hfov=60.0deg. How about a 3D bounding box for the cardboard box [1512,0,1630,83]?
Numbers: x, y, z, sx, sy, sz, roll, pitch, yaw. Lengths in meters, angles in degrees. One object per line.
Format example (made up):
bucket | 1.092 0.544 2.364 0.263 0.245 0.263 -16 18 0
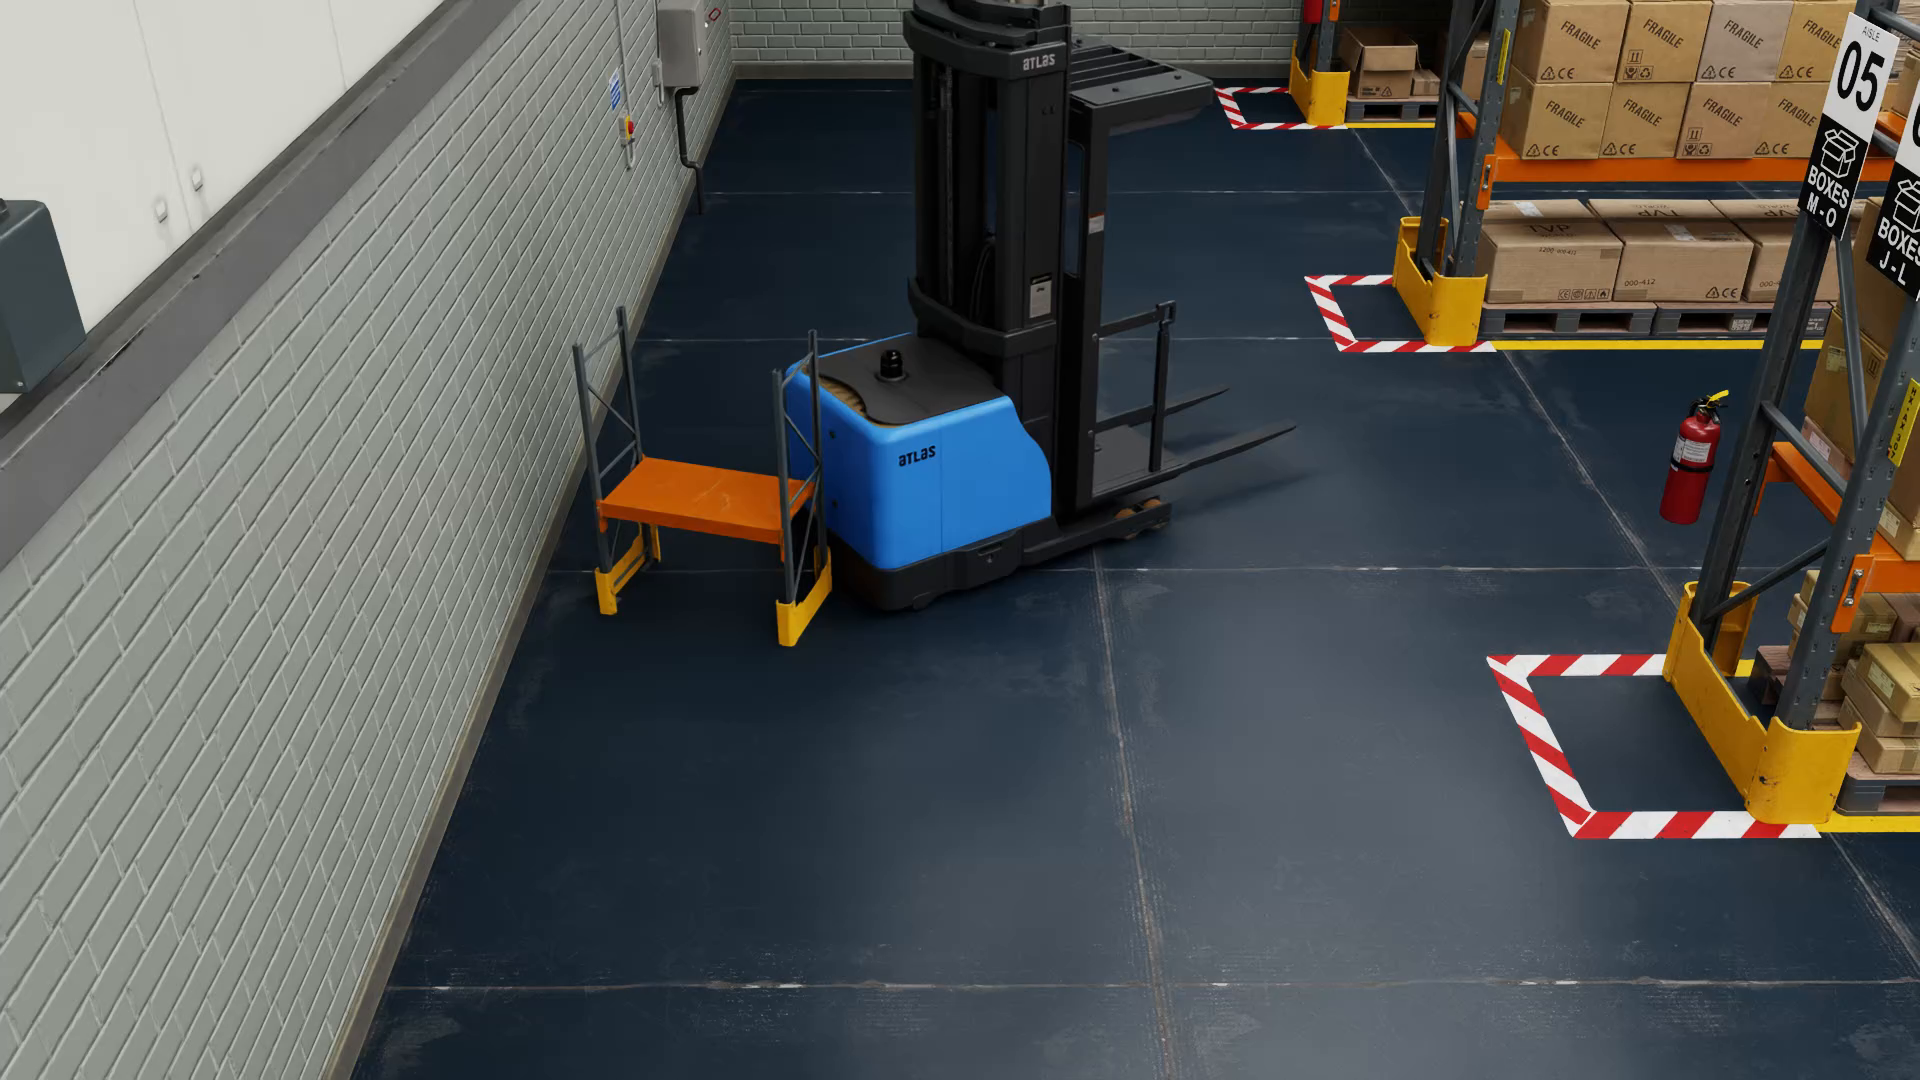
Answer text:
cardboard box | 3.898 -3.243 10.643 0.500 0.500 0.500 -1 31 -1

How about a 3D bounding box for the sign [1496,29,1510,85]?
sign | 3.413 -3.035 10.450 0.005 0.325 0.100 0 31 0

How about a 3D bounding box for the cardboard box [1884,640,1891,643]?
cardboard box | 4.335 0.438 7.694 0.250 0.149 0.380 -1 31 -1

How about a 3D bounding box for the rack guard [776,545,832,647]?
rack guard | -0.797 0.282 8.544 0.087 0.250 0.587 9 32 14

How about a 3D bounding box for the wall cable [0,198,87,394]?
wall cable | -2.199 -3.489 3.224 0.120 5.999 2.277 0 31 0

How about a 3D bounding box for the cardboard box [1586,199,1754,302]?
cardboard box | 4.991 -2.065 11.826 0.875 0.438 0.875 1 31 1

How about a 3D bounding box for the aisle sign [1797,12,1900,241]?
aisle sign | 3.472 -1.619 6.520 0.004 0.787 0.394 0 31 0

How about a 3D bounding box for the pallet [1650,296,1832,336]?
pallet | 5.432 -1.773 11.968 1.213 0.211 1.003 0 31 0

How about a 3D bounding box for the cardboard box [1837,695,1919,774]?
cardboard box | 4.073 0.852 7.298 0.250 0.149 0.380 0 31 1

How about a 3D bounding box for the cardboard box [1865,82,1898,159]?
cardboard box | 5.937 -2.827 10.921 0.500 0.500 0.500 -1 31 -1

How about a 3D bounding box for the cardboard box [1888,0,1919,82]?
cardboard box | 5.929 -3.253 10.660 0.500 0.500 0.500 0 31 0

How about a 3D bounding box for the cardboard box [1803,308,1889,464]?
cardboard box | 3.995 -0.657 7.058 0.500 0.500 0.500 0 31 1

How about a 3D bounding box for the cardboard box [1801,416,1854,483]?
cardboard box | 3.871 -0.392 7.247 0.250 0.149 0.380 0 31 0

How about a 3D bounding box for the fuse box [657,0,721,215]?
fuse box | -2.089 -3.429 13.252 0.414 1.711 0.539 0 31 0

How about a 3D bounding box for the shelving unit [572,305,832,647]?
shelving unit | -1.273 -0.327 8.343 1.083 1.500 0.587 9 32 14

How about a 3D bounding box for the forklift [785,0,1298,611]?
forklift | 0.581 -1.467 8.842 3.031 2.935 1.130 -19 36 -28

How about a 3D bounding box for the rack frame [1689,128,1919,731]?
rack frame | 3.547 -0.352 6.938 0.127 3.000 1.000 0 31 0

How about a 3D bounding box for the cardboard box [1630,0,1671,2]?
cardboard box | 4.295 -3.503 10.447 0.250 0.149 0.380 1 31 1

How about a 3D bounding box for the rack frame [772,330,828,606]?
rack frame | -0.778 -0.250 8.215 0.032 1.500 0.500 9 32 14

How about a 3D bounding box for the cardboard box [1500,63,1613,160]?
cardboard box | 3.898 -2.815 10.901 0.500 0.500 0.500 0 31 -1

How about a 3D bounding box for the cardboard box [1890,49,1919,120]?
cardboard box | 4.000 -1.709 6.428 0.500 0.250 0.500 -1 31 -1

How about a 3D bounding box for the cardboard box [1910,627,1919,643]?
cardboard box | 4.348 0.544 7.231 0.250 0.149 0.380 0 31 1

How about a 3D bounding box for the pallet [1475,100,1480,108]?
pallet | 5.473 -4.307 16.146 1.213 0.211 1.003 0 31 0

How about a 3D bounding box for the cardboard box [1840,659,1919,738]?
cardboard box | 4.073 0.692 7.275 0.250 0.149 0.380 1 31 2

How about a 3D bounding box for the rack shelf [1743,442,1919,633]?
rack shelf | 5.547 -0.051 7.135 4.000 0.370 1.077 0 31 0

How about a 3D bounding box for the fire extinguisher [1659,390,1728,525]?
fire extinguisher | 3.292 -0.398 7.448 0.183 0.674 0.296 0 31 0

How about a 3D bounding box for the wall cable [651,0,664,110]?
wall cable | -2.243 -4.060 12.070 0.122 1.984 0.588 0 31 0

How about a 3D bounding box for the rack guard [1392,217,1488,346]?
rack guard | 3.392 -1.851 11.818 0.348 0.500 1.175 0 31 0

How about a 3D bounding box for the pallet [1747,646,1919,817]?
pallet | 4.436 0.856 7.636 1.213 0.211 1.003 0 31 0

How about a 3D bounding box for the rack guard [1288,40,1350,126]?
rack guard | 3.458 -4.426 16.062 0.348 0.500 1.175 0 31 0

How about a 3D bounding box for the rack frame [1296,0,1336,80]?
rack frame | 3.382 -5.494 15.413 0.127 3.000 1.000 0 31 0

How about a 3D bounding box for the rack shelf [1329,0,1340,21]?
rack shelf | 5.382 -5.193 15.610 4.000 0.370 1.077 0 31 0

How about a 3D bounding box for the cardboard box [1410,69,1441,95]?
cardboard box | 4.420 -4.389 15.935 0.250 0.149 0.380 -1 31 -2

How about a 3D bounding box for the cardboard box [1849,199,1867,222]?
cardboard box | 6.788 -2.070 11.835 0.875 0.438 0.875 -1 31 -1

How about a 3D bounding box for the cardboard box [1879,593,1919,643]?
cardboard box | 4.327 0.329 7.586 0.250 0.149 0.380 0 31 1

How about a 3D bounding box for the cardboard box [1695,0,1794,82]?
cardboard box | 4.929 -3.254 10.661 0.500 0.500 0.500 0 31 -1

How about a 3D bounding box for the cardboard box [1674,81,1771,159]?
cardboard box | 4.912 -2.823 10.915 0.500 0.500 0.500 0 31 -1
